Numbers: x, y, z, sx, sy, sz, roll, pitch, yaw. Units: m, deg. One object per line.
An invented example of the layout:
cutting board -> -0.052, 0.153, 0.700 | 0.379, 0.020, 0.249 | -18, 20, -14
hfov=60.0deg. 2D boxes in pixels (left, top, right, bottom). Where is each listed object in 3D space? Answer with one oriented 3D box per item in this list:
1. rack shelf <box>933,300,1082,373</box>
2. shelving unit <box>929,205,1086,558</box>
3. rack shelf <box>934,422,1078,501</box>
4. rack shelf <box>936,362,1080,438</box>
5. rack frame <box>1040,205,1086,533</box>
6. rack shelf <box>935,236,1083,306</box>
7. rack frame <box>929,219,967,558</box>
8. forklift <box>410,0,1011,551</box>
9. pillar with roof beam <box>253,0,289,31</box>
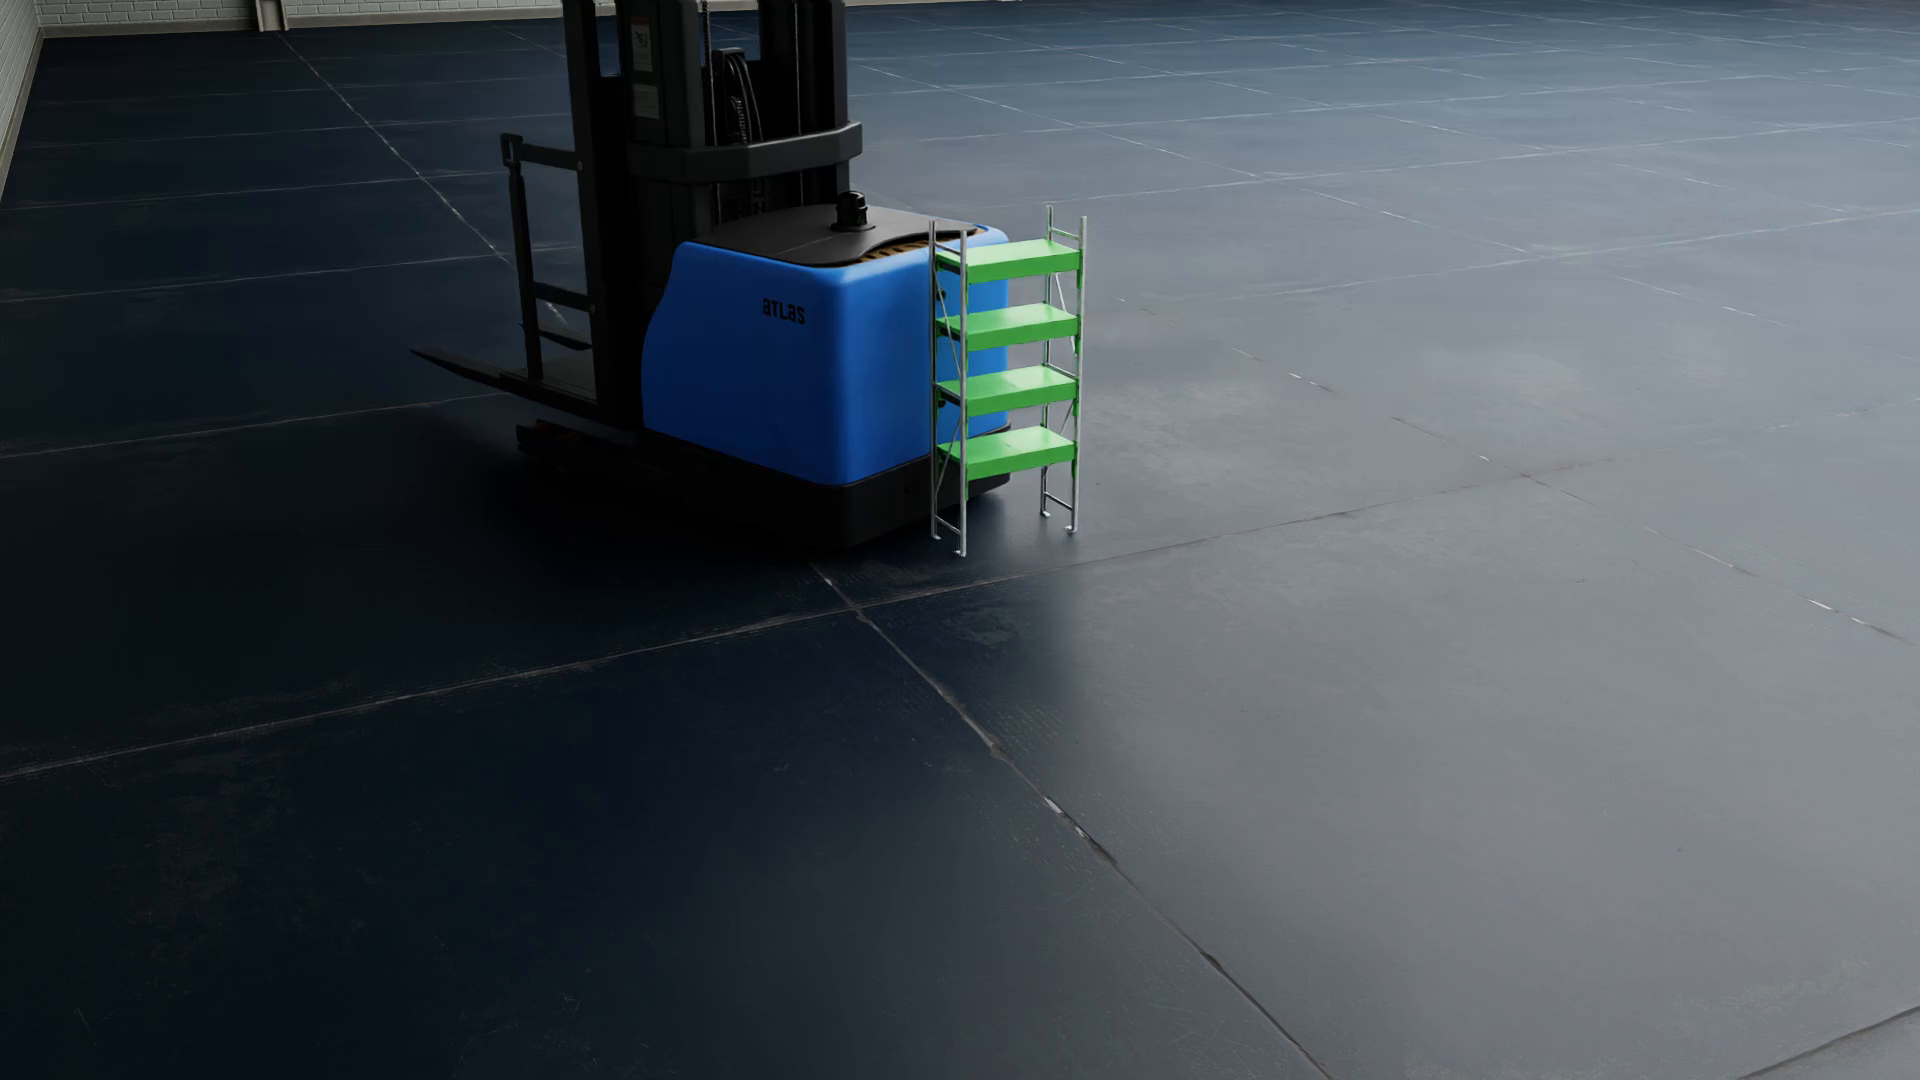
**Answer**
rack shelf -> 0.168, -0.740, 6.008 | 0.480, 0.148, 0.258 | -12, 26, -27
shelving unit -> 0.168, -0.577, 6.075 | 0.503, 1.200, 0.258 | -12, 26, -27
rack shelf -> 0.168, -0.296, 6.192 | 0.480, 0.148, 0.258 | -12, 26, -27
rack shelf -> 0.168, -0.518, 6.100 | 0.480, 0.148, 0.258 | -12, 26, -27
rack frame -> 0.380, -0.624, 6.187 | 0.015, 1.200, 0.240 | -12, 26, -27
rack shelf -> 0.168, -0.962, 5.916 | 0.480, 0.148, 0.258 | -12, 26, -27
rack frame -> -0.043, -0.531, 5.963 | 0.015, 1.200, 0.240 | -12, 26, -27
forklift -> -1.241, -1.769, 6.691 | 3.031, 2.935, 1.130 | 18, 29, 37
pillar with roof beam -> -8.111, -10.086, 18.850 | 0.400, 9.000, 9.100 | -10, 25, -24
